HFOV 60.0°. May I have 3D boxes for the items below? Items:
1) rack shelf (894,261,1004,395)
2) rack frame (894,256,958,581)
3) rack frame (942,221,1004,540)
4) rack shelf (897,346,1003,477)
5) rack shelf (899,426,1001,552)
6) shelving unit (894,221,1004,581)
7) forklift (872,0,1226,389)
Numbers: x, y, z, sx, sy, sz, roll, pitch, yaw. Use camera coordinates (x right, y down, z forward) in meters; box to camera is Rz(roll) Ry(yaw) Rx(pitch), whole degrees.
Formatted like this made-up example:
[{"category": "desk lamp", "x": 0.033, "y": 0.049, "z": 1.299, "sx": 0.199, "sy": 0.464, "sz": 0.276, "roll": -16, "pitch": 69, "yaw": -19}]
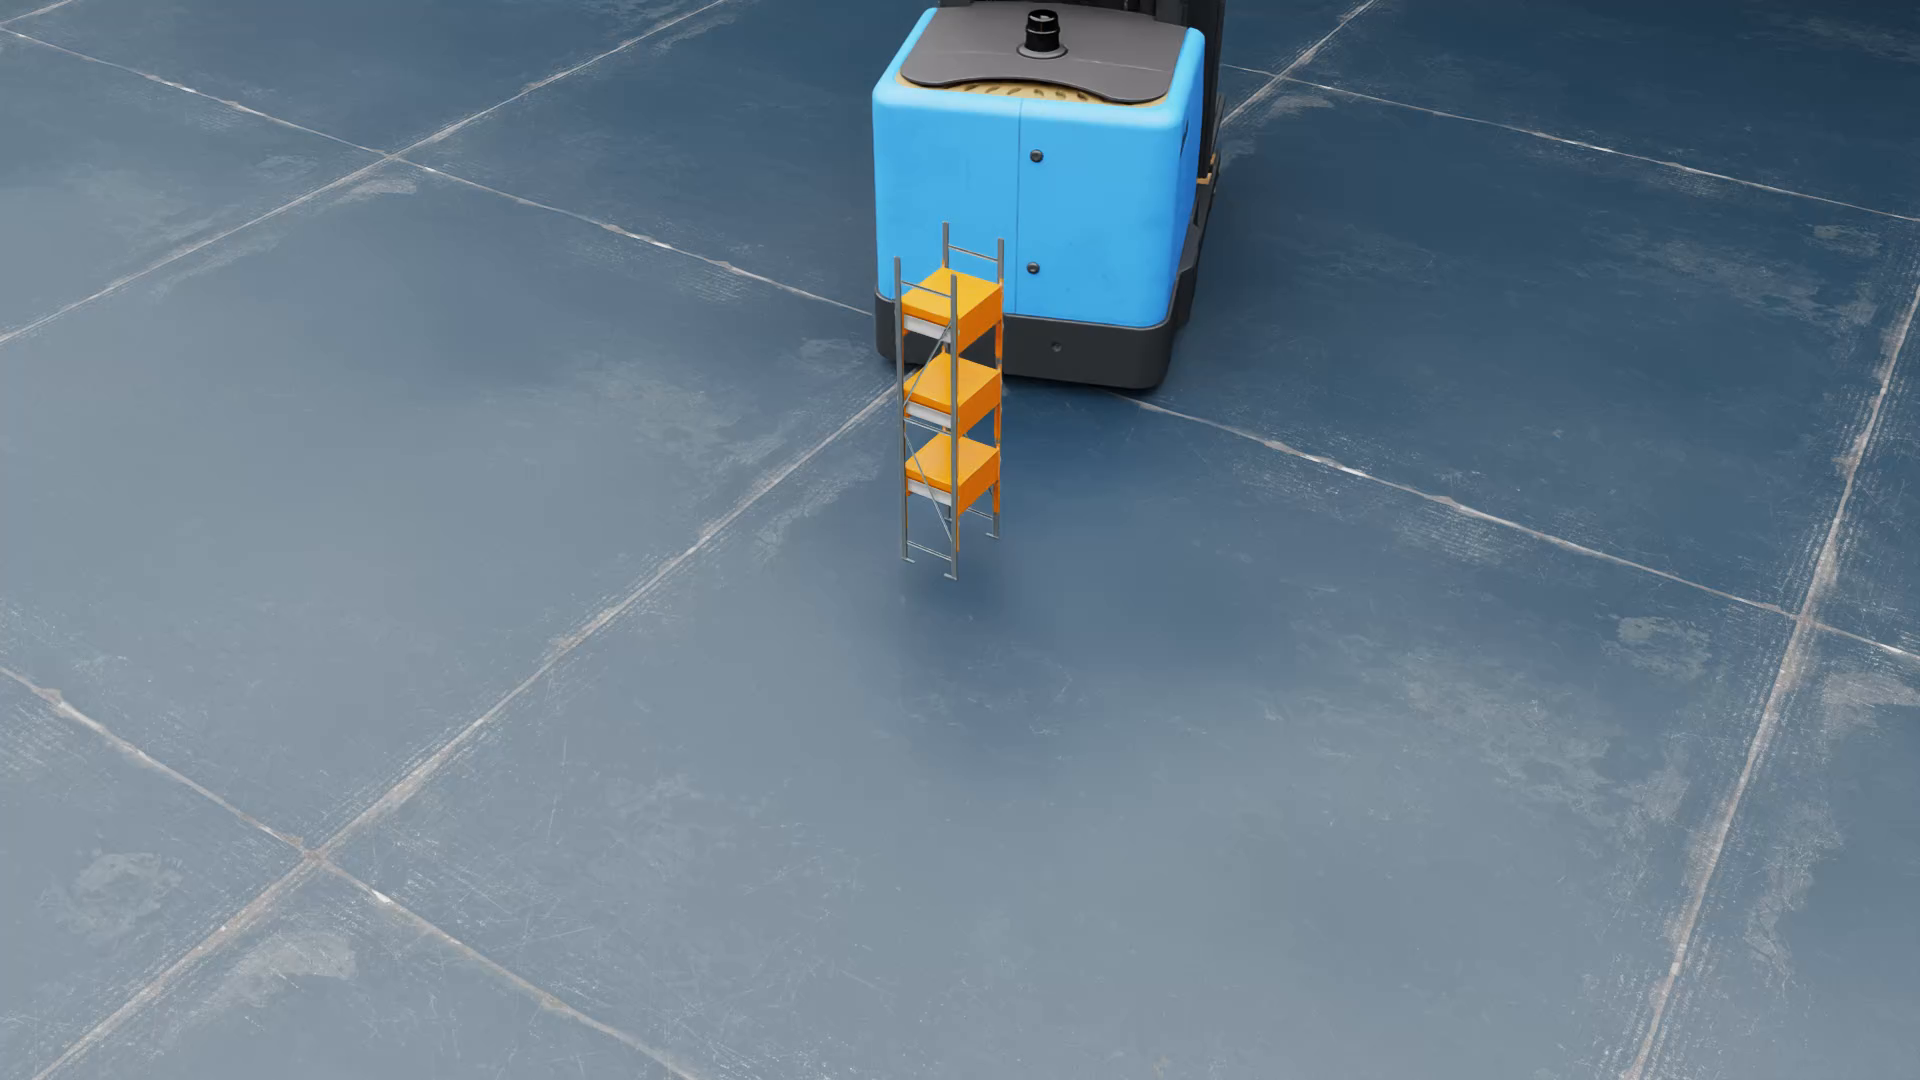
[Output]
[{"category": "rack shelf", "x": -0.029, "y": -0.605, "z": 4.727, "sx": 0.215, "sy": 0.259, "sz": 0.240, "roll": 21, "pitch": 42, "yaw": 25}, {"category": "rack frame", "x": -0.094, "y": -0.325, "z": 4.812, "sx": 0.200, "sy": 1.050, "sz": 0.008, "roll": 21, "pitch": 42, "yaw": 25}, {"category": "rack frame", "x": 0.037, "y": -0.451, "z": 4.975, "sx": 0.200, "sy": 1.050, "sz": 0.008, "roll": 21, "pitch": 42, "yaw": 25}, {"category": "rack shelf", "x": -0.029, "y": -0.380, "z": 4.900, "sx": 0.215, "sy": 0.259, "sz": 0.240, "roll": 21, "pitch": 42, "yaw": 25}, {"category": "rack shelf", "x": -0.029, "y": -0.160, "z": 5.070, "sx": 0.215, "sy": 0.259, "sz": 0.240, "roll": 21, "pitch": 42, "yaw": 25}, {"category": "shelving unit", "x": -0.029, "y": -0.388, "z": 4.894, "sx": 0.215, "sy": 1.050, "sz": 0.252, "roll": 21, "pitch": 42, "yaw": 25}, {"category": "forklift", "x": 0.514, "y": -2.590, "z": 6.210, "sx": 1.130, "sy": 2.935, "sz": 3.031, "roll": 8, "pitch": 38, "yaw": 10}]
